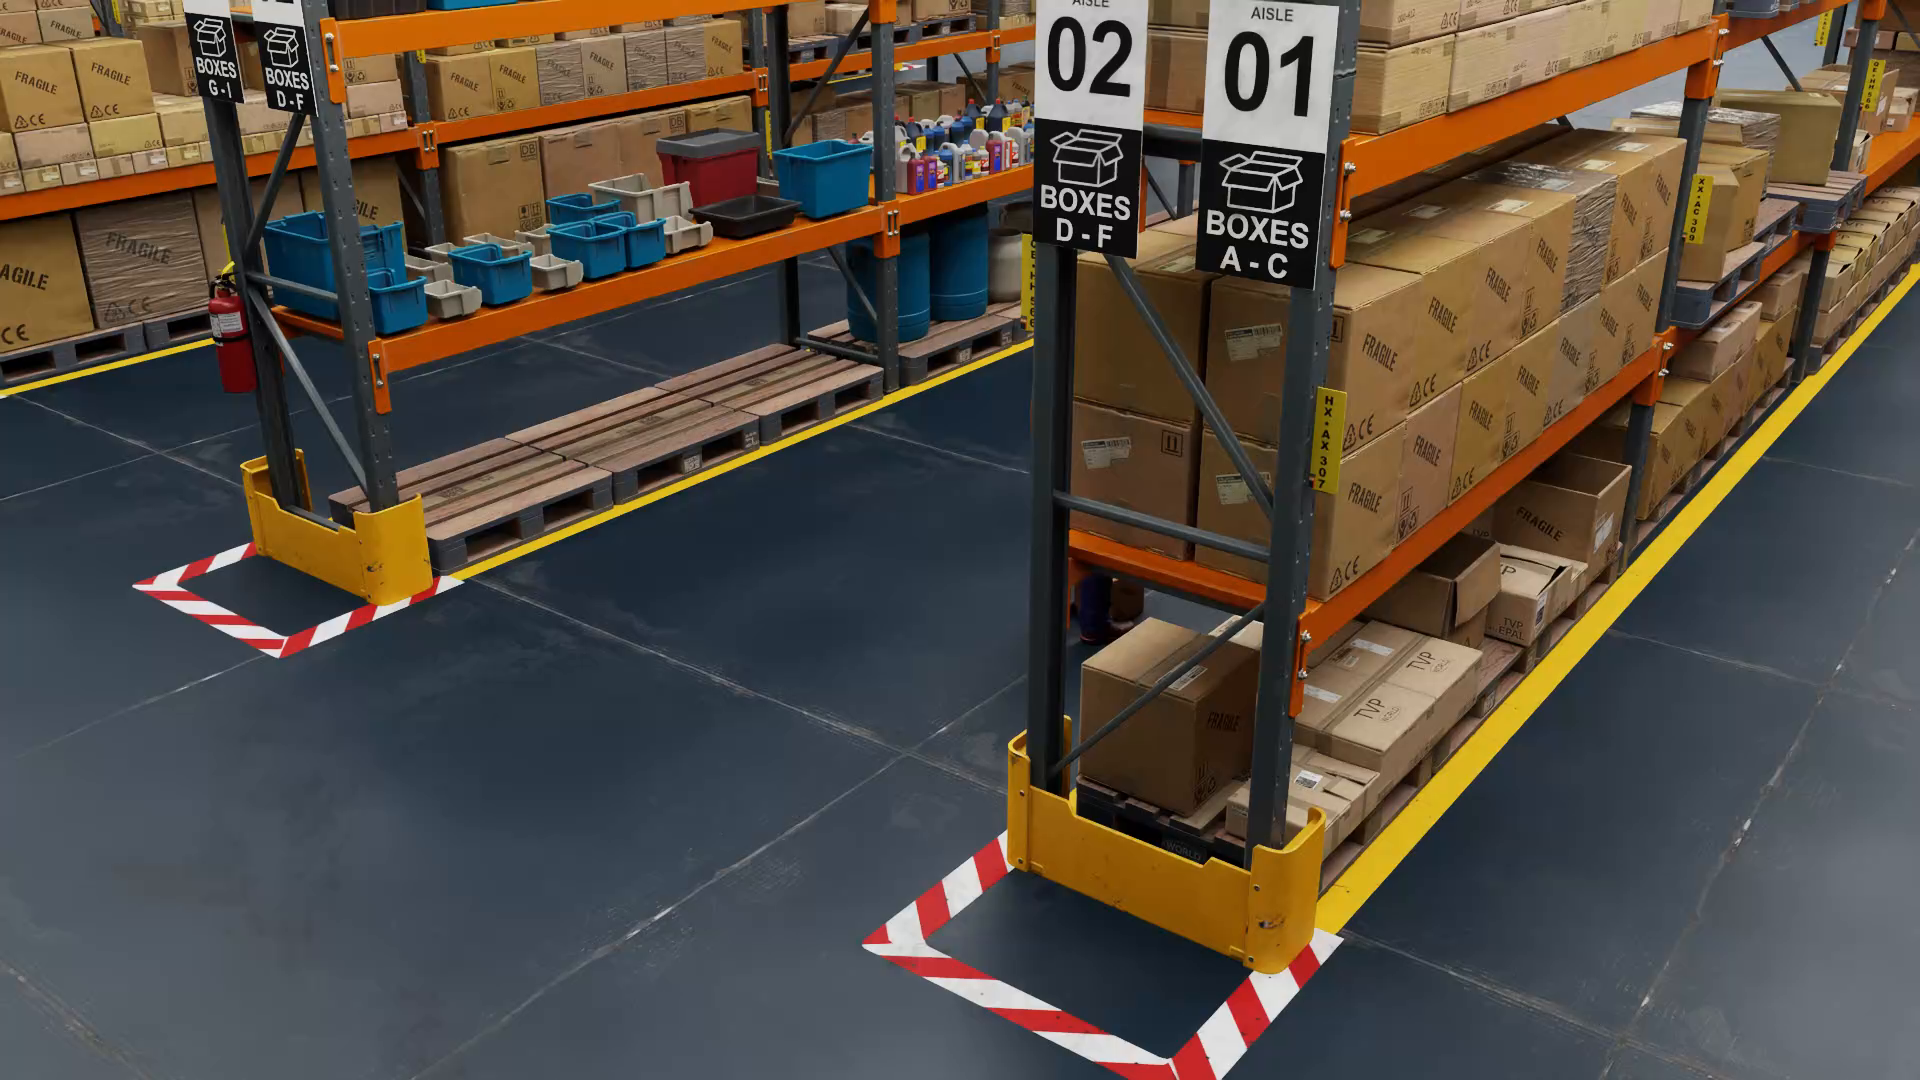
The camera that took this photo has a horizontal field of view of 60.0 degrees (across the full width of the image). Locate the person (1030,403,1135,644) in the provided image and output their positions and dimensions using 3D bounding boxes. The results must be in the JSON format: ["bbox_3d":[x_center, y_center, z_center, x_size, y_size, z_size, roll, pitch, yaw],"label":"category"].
[{"bbox_3d":[0.564,-0.328,7.873,0.364,1.638,0.562,-21,31,-39],"label":"person"}]
